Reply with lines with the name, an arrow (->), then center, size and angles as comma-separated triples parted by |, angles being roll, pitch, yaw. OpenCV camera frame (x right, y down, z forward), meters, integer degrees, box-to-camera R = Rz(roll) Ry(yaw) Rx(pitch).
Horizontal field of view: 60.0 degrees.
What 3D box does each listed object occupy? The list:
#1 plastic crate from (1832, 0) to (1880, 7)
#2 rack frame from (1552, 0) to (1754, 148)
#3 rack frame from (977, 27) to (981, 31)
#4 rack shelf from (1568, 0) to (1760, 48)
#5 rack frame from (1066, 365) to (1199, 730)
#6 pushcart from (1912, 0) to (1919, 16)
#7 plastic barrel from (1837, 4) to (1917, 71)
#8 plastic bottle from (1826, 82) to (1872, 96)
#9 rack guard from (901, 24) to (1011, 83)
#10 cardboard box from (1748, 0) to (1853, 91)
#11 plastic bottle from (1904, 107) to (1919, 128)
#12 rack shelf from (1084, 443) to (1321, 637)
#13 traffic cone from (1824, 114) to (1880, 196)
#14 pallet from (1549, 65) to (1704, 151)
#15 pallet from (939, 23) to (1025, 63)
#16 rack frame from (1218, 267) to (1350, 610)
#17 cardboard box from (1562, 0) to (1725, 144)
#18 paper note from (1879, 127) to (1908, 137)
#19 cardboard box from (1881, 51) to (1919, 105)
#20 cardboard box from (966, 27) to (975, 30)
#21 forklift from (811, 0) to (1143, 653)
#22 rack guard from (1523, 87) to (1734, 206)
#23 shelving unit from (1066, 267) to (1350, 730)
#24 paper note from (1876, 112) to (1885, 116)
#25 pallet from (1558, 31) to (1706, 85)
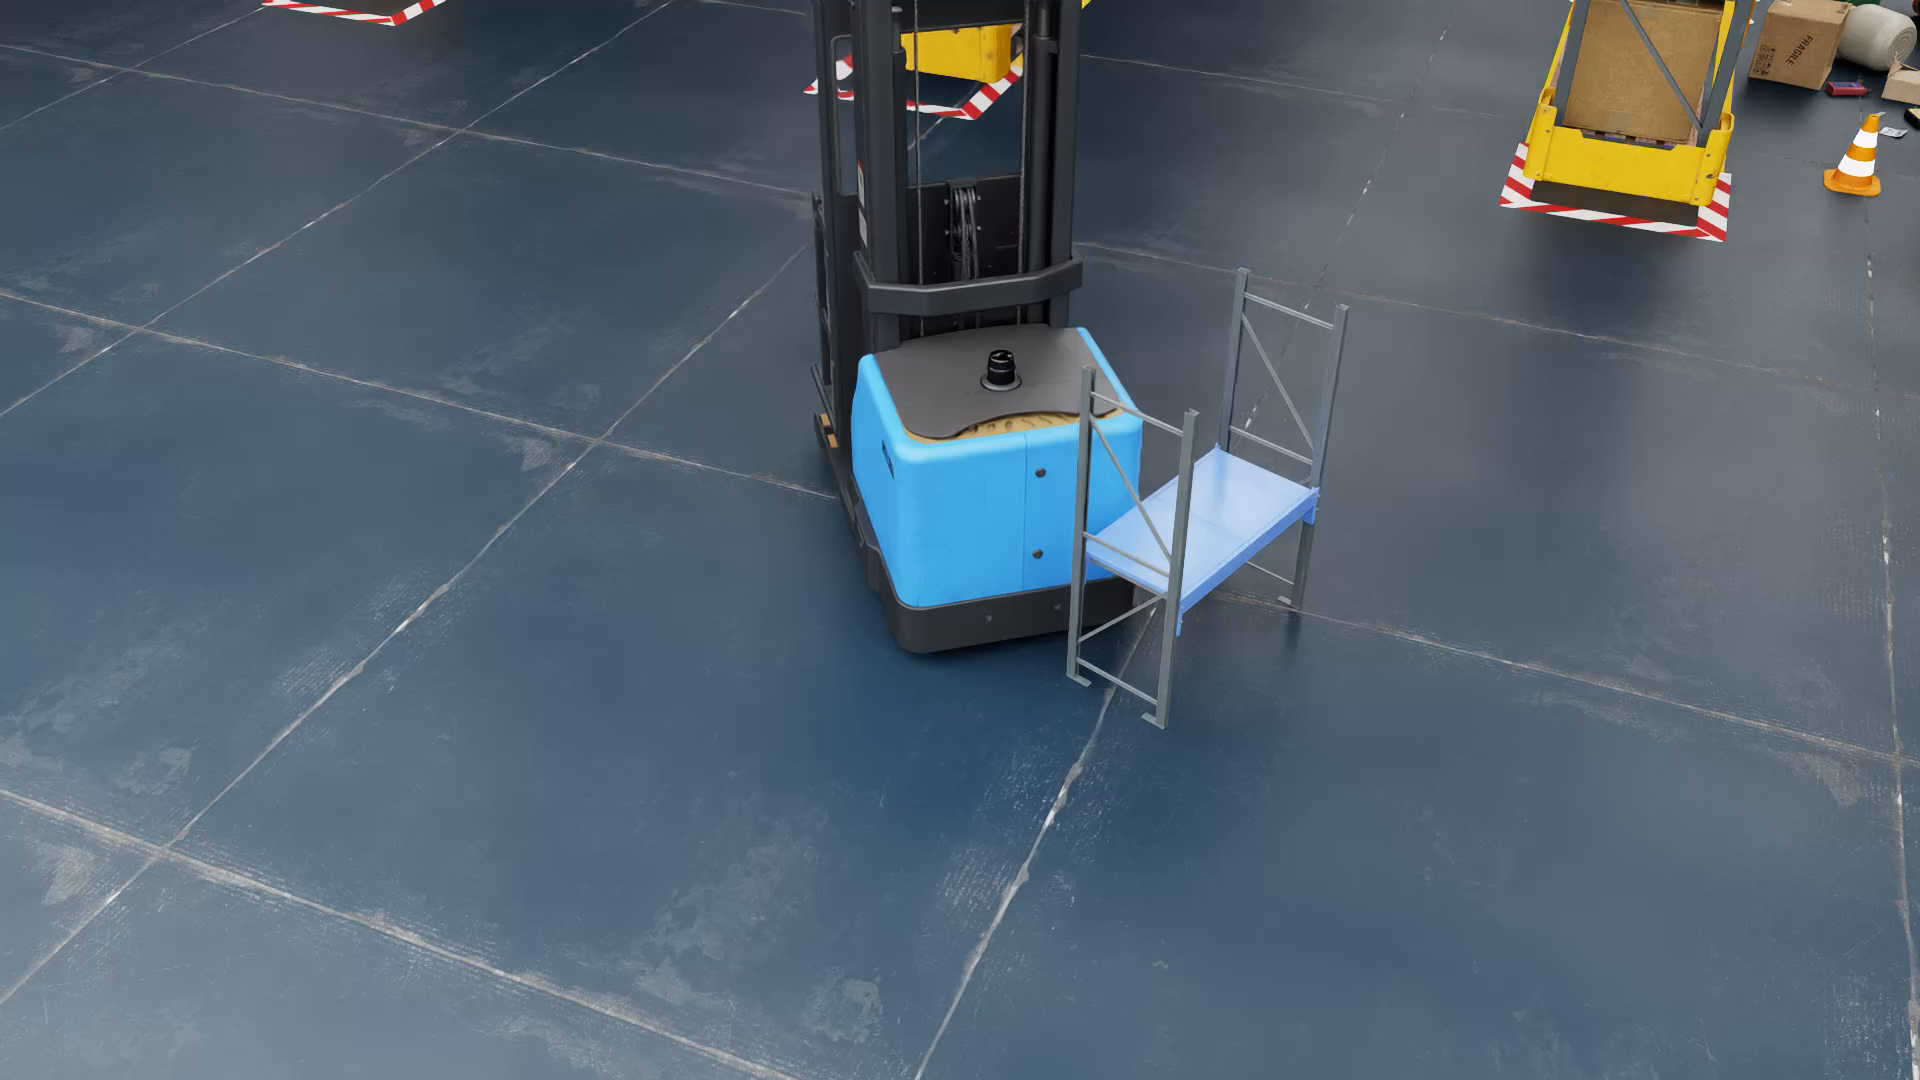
plastic crate -> 6.977, -4.277, 13.267 | 0.662, 0.188, 0.450 | -25, 33, -29
rack frame -> 4.310, -3.560, 10.007 | 1.000, 3.000, 0.127 | 14, 39, 18
rack frame -> -0.239, -4.746, 11.594 | 1.000, 3.000, 0.127 | 14, 39, 18
rack shelf -> 5.071, -4.379, 11.704 | 1.077, 0.370, 4.000 | 14, 39, 18
rack frame -> 0.644, 0.061, 6.415 | 0.500, 1.500, 0.032 | 28, 45, 32
pushcart -> 8.320, -4.144, 12.979 | 1.648, 0.377, 0.936 | 1, 37, 2
plastic barrel -> 6.819, -3.765, 12.434 | 0.421, 0.421, 0.512 | -17, 40, -22
plastic bottle -> 6.463, -3.276, 12.082 | 0.283, 0.061, 0.133 | 1, 37, 2
rack guard -> -0.210, -3.787, 12.398 | 1.175, 0.500, 0.348 | 14, 39, 18
cardboard box -> 6.190, -3.681, 12.255 | 0.500, 0.500, 0.500 | 21, 42, 25
plastic bottle -> 6.729, -2.974, 11.678 | 0.133, 0.061, 0.283 | 1, 37, 2
rack shelf -> 0.980, -0.023, 6.829 | 0.538, 0.185, 1.000 | 28, 45, 32
traffic cone -> 5.825, -2.514, 10.727 | 0.336, 0.463, 0.334 | 14, 39, 18
pallet -> 4.542, -2.903, 11.458 | 1.003, 0.211, 1.213 | 14, 39, 18
pallet -> 0.132, -4.113, 13.076 | 1.003, 0.211, 1.213 | 14, 39, 18
rack frame -> 1.315, -0.396, 7.027 | 0.500, 1.500, 0.032 | 28, 45, 32
cardboard box -> 4.507, -3.268, 11.040 | 0.875, 0.875, 0.875 | 14, 39, 18
paper note -> 6.461, -2.828, 11.510 | 0.144, 0.017, 0.142 | 29, 45, 33
cardboard box -> 6.881, -3.308, 11.954 | 0.396, 0.266, 0.258 | 21, 42, 25
cardboard box -> 0.014, -4.255, 12.674 | 0.500, 0.500, 0.500 | 21, 42, 26
forklift -> -0.108, -1.581, 7.417 | 1.130, 2.935, 3.031 | -9, 38, -11
rack guard -> 4.301, -2.545, 10.738 | 1.175, 0.500, 0.348 | 14, 39, 18
shelving unit -> 0.980, -0.167, 6.721 | 0.538, 1.500, 1.048 | 28, 45, 32
paper note -> 6.508, -3.013, 11.772 | 0.123, 0.001, 0.032 | -25, 43, -29
pallet -> 5.007, -3.577, 12.359 | 1.003, 0.211, 1.213 | 14, 39, 18
